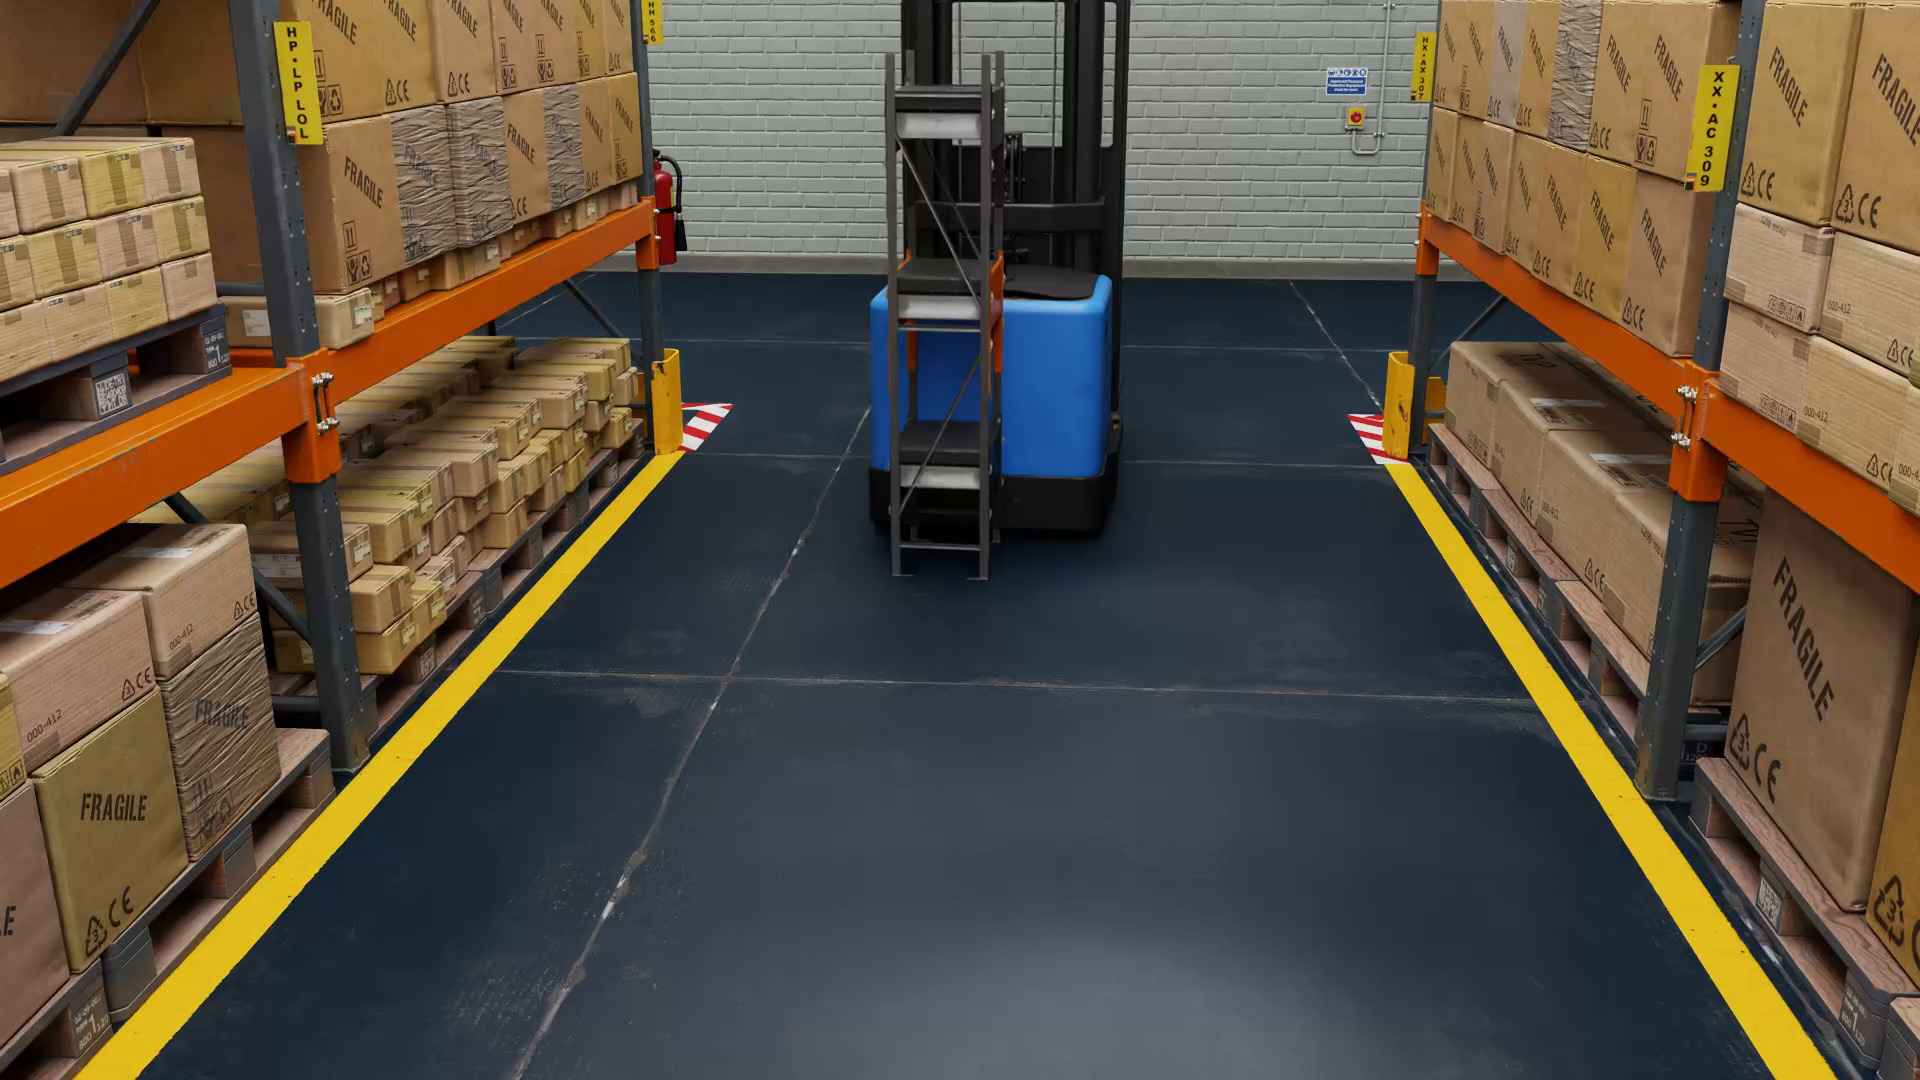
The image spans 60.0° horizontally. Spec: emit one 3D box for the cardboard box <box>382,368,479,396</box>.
[{"bbox_3d":[-2.449,-0.692,7.667,0.380,0.149,0.250,0,18,1],"label":"cardboard box"}]

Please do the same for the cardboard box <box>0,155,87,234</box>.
[{"bbox_3d":[-2.251,-0.790,3.792,0.380,0.149,0.250,1,18,2],"label":"cardboard box"}]

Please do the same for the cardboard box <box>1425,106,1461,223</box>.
[{"bbox_3d":[2.532,-1.788,7.903,0.500,0.500,0.500,1,18,3],"label":"cardboard box"}]

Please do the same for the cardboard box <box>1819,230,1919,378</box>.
[{"bbox_3d":[2.244,-0.515,3.614,0.500,0.250,0.500,2,18,5],"label":"cardboard box"}]

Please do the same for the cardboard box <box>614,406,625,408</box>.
[{"bbox_3d":[-1.921,-0.639,8.461,0.380,0.149,0.250,2,18,5],"label":"cardboard box"}]

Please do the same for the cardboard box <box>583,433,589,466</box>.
[{"bbox_3d":[-1.948,-0.400,7.731,0.380,0.149,0.250,1,18,4],"label":"cardboard box"}]

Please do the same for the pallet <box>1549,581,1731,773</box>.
[{"bbox_3d":[2.699,0.450,5.712,1.003,0.211,1.213,1,18,4],"label":"pallet"}]

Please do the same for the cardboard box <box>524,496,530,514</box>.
[{"bbox_3d":[-2.037,-0.158,6.992,0.380,0.149,0.250,2,18,5],"label":"cardboard box"}]

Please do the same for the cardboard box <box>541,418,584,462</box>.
[{"bbox_3d":[-1.905,-0.456,7.423,0.380,0.149,0.250,2,18,5],"label":"cardboard box"}]

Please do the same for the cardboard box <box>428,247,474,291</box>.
[{"bbox_3d":[-2.012,-1.009,6.087,0.380,0.149,0.250,2,18,5],"label":"cardboard box"}]

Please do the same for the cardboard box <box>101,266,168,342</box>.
[{"bbox_3d":[-2.227,-0.592,4.141,0.380,0.149,0.250,1,18,4],"label":"cardboard box"}]

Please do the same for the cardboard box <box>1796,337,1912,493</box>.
[{"bbox_3d":[2.236,-0.278,3.696,0.500,0.250,0.500,1,18,3],"label":"cardboard box"}]

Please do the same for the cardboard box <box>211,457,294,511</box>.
[{"bbox_3d":[-2.527,-0.201,6.167,0.380,0.149,0.250,2,18,6],"label":"cardboard box"}]

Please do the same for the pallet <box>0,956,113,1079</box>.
[{"bbox_3d":[-2.518,1.227,3.341,1.003,0.211,1.213,1,18,4],"label":"pallet"}]

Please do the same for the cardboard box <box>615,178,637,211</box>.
[{"bbox_3d":[-1.833,-1.736,8.306,0.380,0.149,0.250,1,18,4],"label":"cardboard box"}]

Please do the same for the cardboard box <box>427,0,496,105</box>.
[{"bbox_3d":[-2.014,-1.836,5.965,0.500,0.500,0.500,2,18,5],"label":"cardboard box"}]

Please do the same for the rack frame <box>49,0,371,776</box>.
[{"bbox_3d":[-2.378,-0.720,4.804,1.000,3.000,0.127,1,18,4],"label":"rack frame"}]

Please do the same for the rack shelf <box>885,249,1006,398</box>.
[{"bbox_3d":[-0.052,-0.897,6.832,0.431,0.518,0.480,2,18,7],"label":"rack shelf"}]

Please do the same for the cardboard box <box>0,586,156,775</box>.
[{"bbox_3d":[-2.230,0.308,3.802,0.500,0.250,0.500,2,18,7],"label":"cardboard box"}]

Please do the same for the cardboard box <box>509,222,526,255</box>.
[{"bbox_3d":[-2.016,-1.255,6.839,0.380,0.149,0.250,2,18,5],"label":"cardboard box"}]

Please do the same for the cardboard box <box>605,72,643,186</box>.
[{"bbox_3d":[-1.867,-2.006,8.090,0.500,0.500,0.500,2,18,5],"label":"cardboard box"}]

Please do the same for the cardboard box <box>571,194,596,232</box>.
[{"bbox_3d":[-1.886,-1.501,7.591,0.380,0.149,0.250,2,18,5],"label":"cardboard box"}]

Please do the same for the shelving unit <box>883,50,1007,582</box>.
[{"bbox_3d":[-0.052,-0.910,6.827,0.431,2.100,0.503,2,18,7],"label":"shelving unit"}]

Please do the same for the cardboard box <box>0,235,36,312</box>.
[{"bbox_3d":[-2.264,-0.570,3.597,0.380,0.149,0.250,1,18,2],"label":"cardboard box"}]

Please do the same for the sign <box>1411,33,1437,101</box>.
[{"bbox_3d":[2.300,-2.347,8.250,0.100,0.325,0.005,1,18,4],"label":"sign"}]

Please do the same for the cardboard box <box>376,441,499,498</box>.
[{"bbox_3d":[-2.004,-0.273,6.387,0.380,0.149,0.250,2,18,5],"label":"cardboard box"}]

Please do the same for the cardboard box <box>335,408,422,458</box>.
[{"bbox_3d":[-2.465,-0.446,6.914,0.380,0.149,0.250,1,18,4],"label":"cardboard box"}]

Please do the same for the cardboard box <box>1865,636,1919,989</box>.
[{"bbox_3d":[2.544,0.644,3.378,0.875,0.875,0.875,2,18,6],"label":"cardboard box"}]

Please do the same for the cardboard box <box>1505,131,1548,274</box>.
[{"bbox_3d":[2.450,-1.317,6.465,0.500,0.500,0.500,2,18,6],"label":"cardboard box"}]

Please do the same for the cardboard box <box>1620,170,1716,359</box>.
[{"bbox_3d":[2.344,-0.838,5.004,0.500,0.500,0.500,1,18,4],"label":"cardboard box"}]

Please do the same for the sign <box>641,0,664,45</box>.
[{"bbox_3d":[-1.540,-2.644,8.309,0.100,0.325,0.005,1,18,4],"label":"sign"}]

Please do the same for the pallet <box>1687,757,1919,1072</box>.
[{"bbox_3d":[2.586,0.925,4.260,1.003,0.211,1.213,1,18,4],"label":"pallet"}]

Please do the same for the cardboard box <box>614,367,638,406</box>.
[{"bbox_3d":[-1.845,-0.778,8.408,0.380,0.149,0.250,1,18,2],"label":"cardboard box"}]

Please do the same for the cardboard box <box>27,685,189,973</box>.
[{"bbox_3d":[-2.217,0.663,3.923,0.500,0.500,0.500,1,18,3],"label":"cardboard box"}]

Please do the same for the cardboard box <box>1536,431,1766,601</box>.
[{"bbox_3d":[2.782,-0.094,6.333,0.875,0.438,0.875,1,18,2],"label":"cardboard box"}]

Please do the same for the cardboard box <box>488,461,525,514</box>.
[{"bbox_3d":[-1.976,-0.215,6.687,0.380,0.149,0.250,1,18,3],"label":"cardboard box"}]

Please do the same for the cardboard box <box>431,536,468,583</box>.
[{"bbox_3d":[-2.078,0.088,6.241,0.380,0.149,0.250,1,18,3],"label":"cardboard box"}]

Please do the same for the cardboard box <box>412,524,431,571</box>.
[{"bbox_3d":[-2.123,0.031,5.937,0.380,0.149,0.250,1,18,4],"label":"cardboard box"}]

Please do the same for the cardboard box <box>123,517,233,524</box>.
[{"bbox_3d":[-2.613,0.036,5.445,0.380,0.149,0.250,2,18,5],"label":"cardboard box"}]

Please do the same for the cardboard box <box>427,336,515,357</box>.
[{"bbox_3d":[-2.468,-0.935,8.408,0.380,0.149,0.250,0,18,1],"label":"cardboard box"}]

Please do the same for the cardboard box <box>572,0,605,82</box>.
[{"bbox_3d":[-1.913,-2.322,7.447,0.500,0.500,0.500,1,18,2],"label":"cardboard box"}]

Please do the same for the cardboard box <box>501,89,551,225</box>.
[{"bbox_3d":[-1.982,-1.534,6.649,0.500,0.500,0.500,2,18,7],"label":"cardboard box"}]

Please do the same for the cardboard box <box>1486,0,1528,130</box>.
[{"bbox_3d":[2.475,-1.943,6.768,0.500,0.500,0.500,1,18,3],"label":"cardboard box"}]

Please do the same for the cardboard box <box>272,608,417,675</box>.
[{"bbox_3d":[-2.032,0.329,5.506,0.380,0.149,0.250,0,18,2],"label":"cardboard box"}]

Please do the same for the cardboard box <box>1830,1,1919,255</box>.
[{"bbox_3d":[2.239,-0.875,3.510,0.500,0.500,0.500,1,18,4],"label":"cardboard box"}]

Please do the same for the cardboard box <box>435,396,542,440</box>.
[{"bbox_3d":[-2.019,-0.517,7.132,0.380,0.149,0.250,1,18,2],"label":"cardboard box"}]

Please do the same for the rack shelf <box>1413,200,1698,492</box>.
[{"bbox_3d":[2.709,-0.920,6.570,1.077,0.370,4.000,1,18,4],"label":"rack shelf"}]

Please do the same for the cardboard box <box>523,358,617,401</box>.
[{"bbox_3d":[-1.844,-0.760,7.874,0.380,0.149,0.250,1,18,3],"label":"cardboard box"}]

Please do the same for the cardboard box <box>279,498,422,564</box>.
[{"bbox_3d":[-2.068,-0.034,5.659,0.380,0.149,0.250,2,18,7],"label":"cardboard box"}]

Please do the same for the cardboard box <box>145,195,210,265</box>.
[{"bbox_3d":[-2.210,-0.814,4.341,0.380,0.149,0.250,2,18,6],"label":"cardboard box"}]

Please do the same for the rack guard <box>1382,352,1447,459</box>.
[{"bbox_3d":[2.855,-0.703,8.766,1.175,0.500,0.348,1,18,4],"label":"rack guard"}]

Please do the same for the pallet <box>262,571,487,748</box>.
[{"bbox_3d":[-2.366,0.395,5.877,1.003,0.211,1.213,1,18,4],"label":"pallet"}]

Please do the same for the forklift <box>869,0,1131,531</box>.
[{"bbox_3d":[0.294,-1.850,8.361,1.130,2.935,3.031,2,18,7],"label":"forklift"}]

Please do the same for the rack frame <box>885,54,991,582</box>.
[{"bbox_3d":[-0.084,-0.834,6.598,0.400,2.100,0.015,2,18,7],"label":"rack frame"}]

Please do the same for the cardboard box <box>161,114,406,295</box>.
[{"bbox_3d":[-2.092,-1.057,5.194,0.500,0.500,0.500,1,18,3],"label":"cardboard box"}]

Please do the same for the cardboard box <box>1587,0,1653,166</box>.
[{"bbox_3d":[2.369,-1.474,5.338,0.500,0.500,0.500,1,18,3],"label":"cardboard box"}]

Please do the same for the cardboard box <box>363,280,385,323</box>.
[{"bbox_3d":[-2.087,-0.763,5.339,0.380,0.149,0.250,2,18,6],"label":"cardboard box"}]
